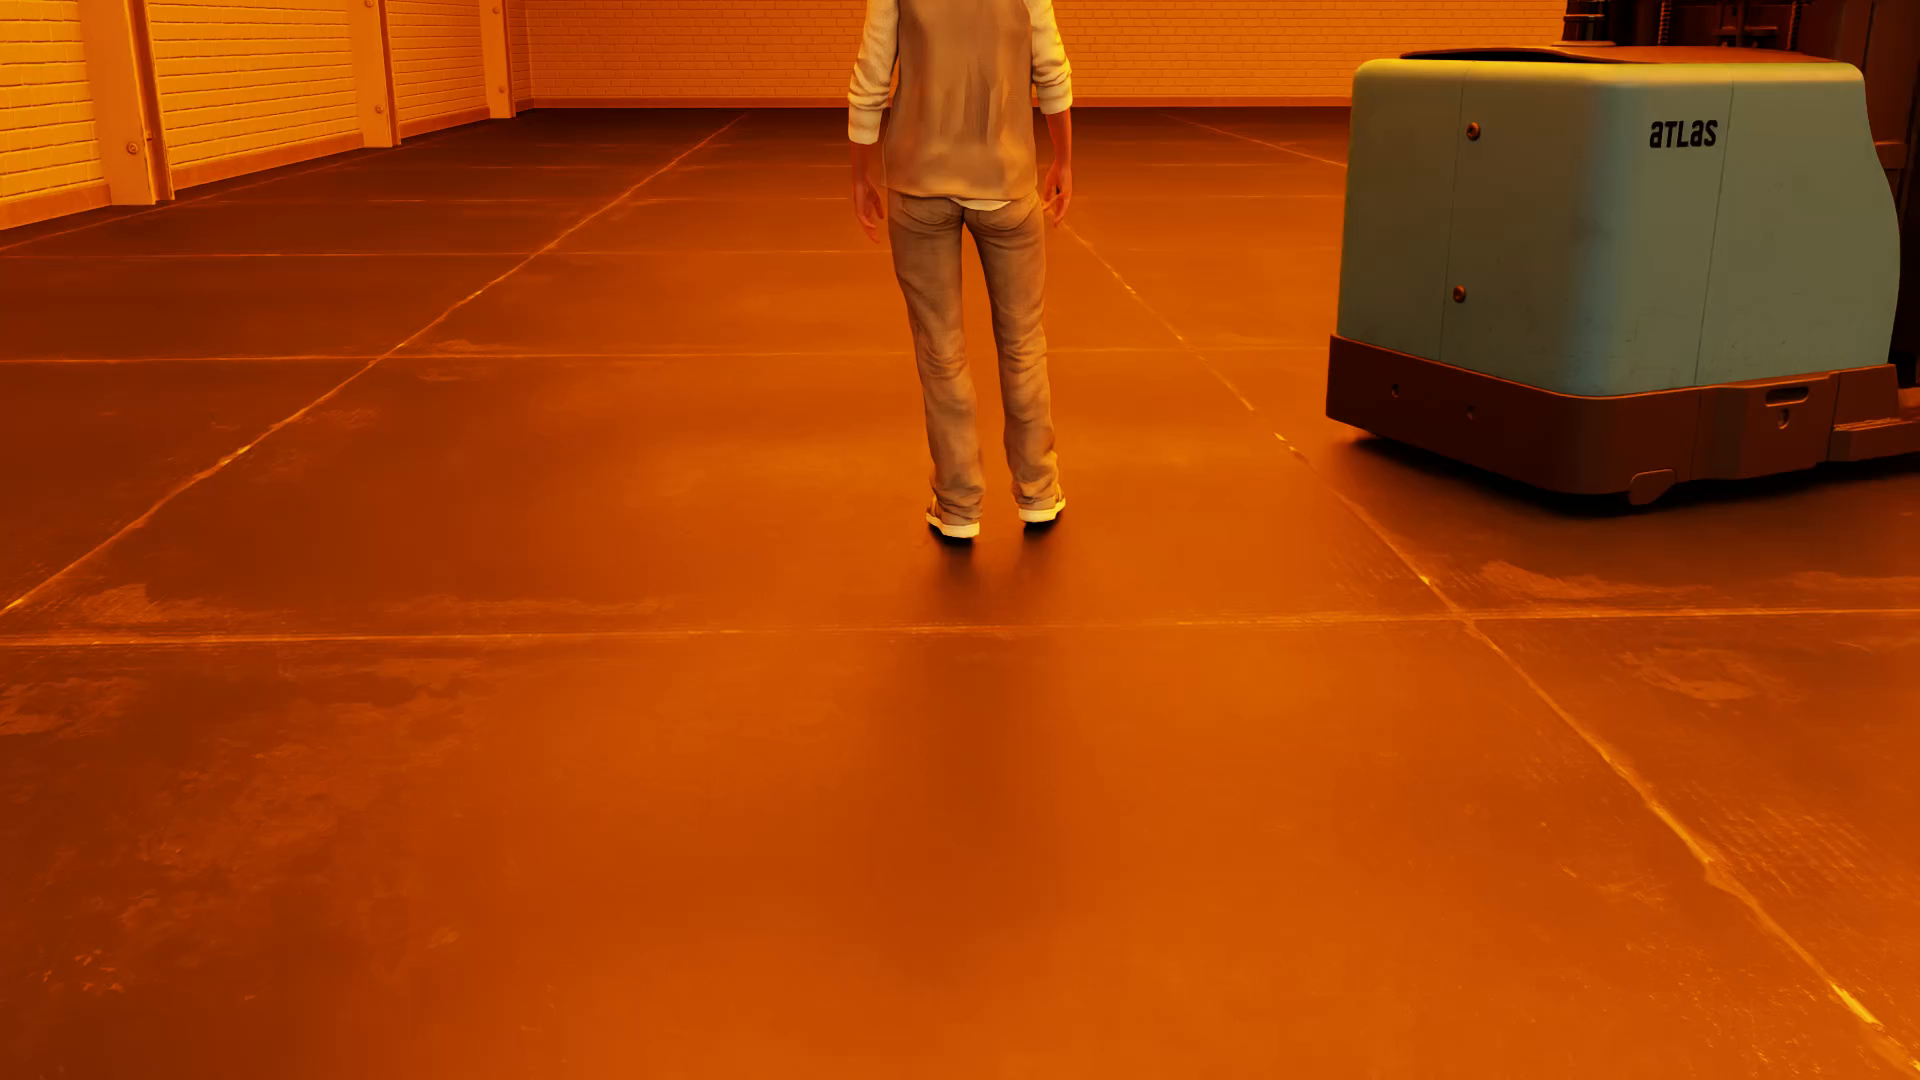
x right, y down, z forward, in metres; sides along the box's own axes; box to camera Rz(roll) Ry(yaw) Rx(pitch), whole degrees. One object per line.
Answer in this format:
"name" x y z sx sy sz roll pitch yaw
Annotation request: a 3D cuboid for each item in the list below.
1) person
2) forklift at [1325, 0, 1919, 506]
"person" 0.010 -0.793 3.754 0.520 1.599 0.473 -1 17 -3
"forklift" 2.629 -1.756 4.646 3.031 2.935 1.130 -8 19 -24
